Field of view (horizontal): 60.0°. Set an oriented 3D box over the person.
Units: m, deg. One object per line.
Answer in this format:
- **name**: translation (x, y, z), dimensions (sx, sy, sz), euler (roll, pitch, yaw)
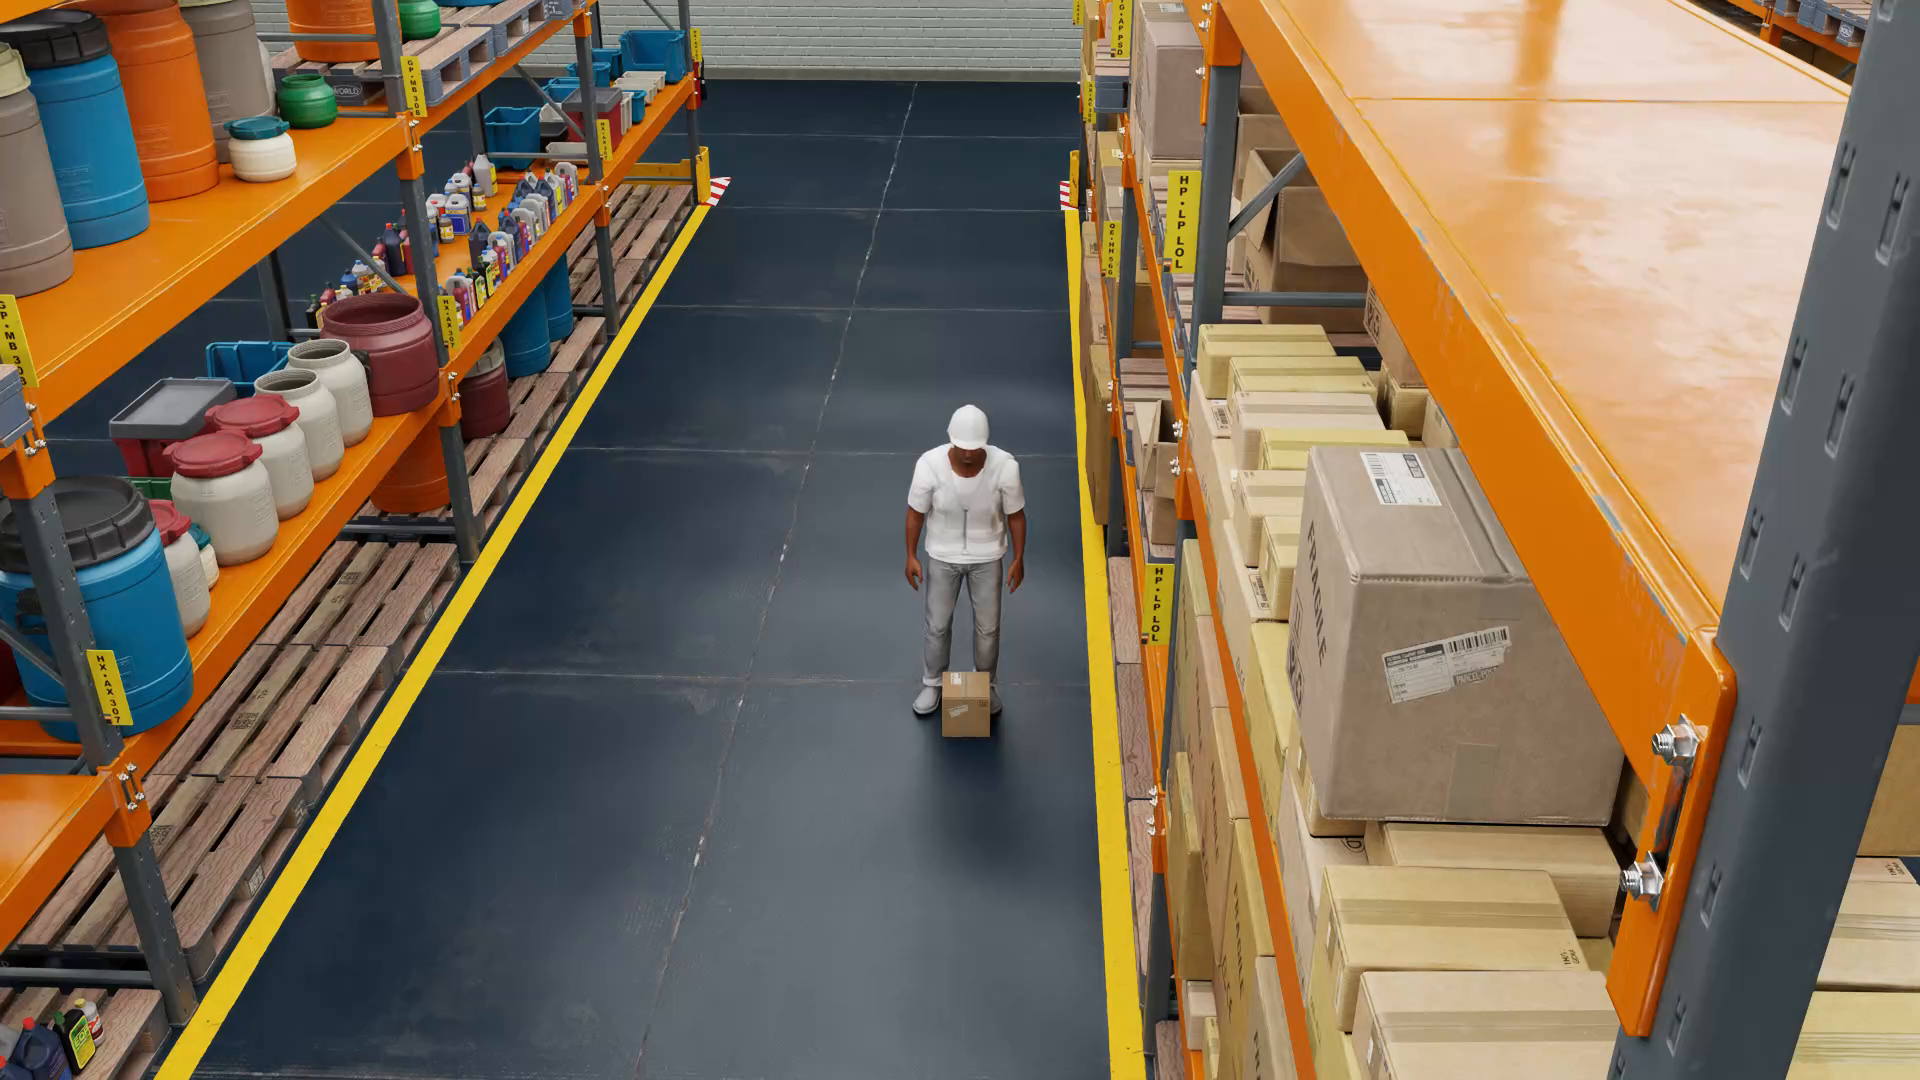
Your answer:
- **person**: translation (0.027, 0.097, 8.650), dimensions (0.626, 1.761, 0.457), euler (1, 28, 2)
